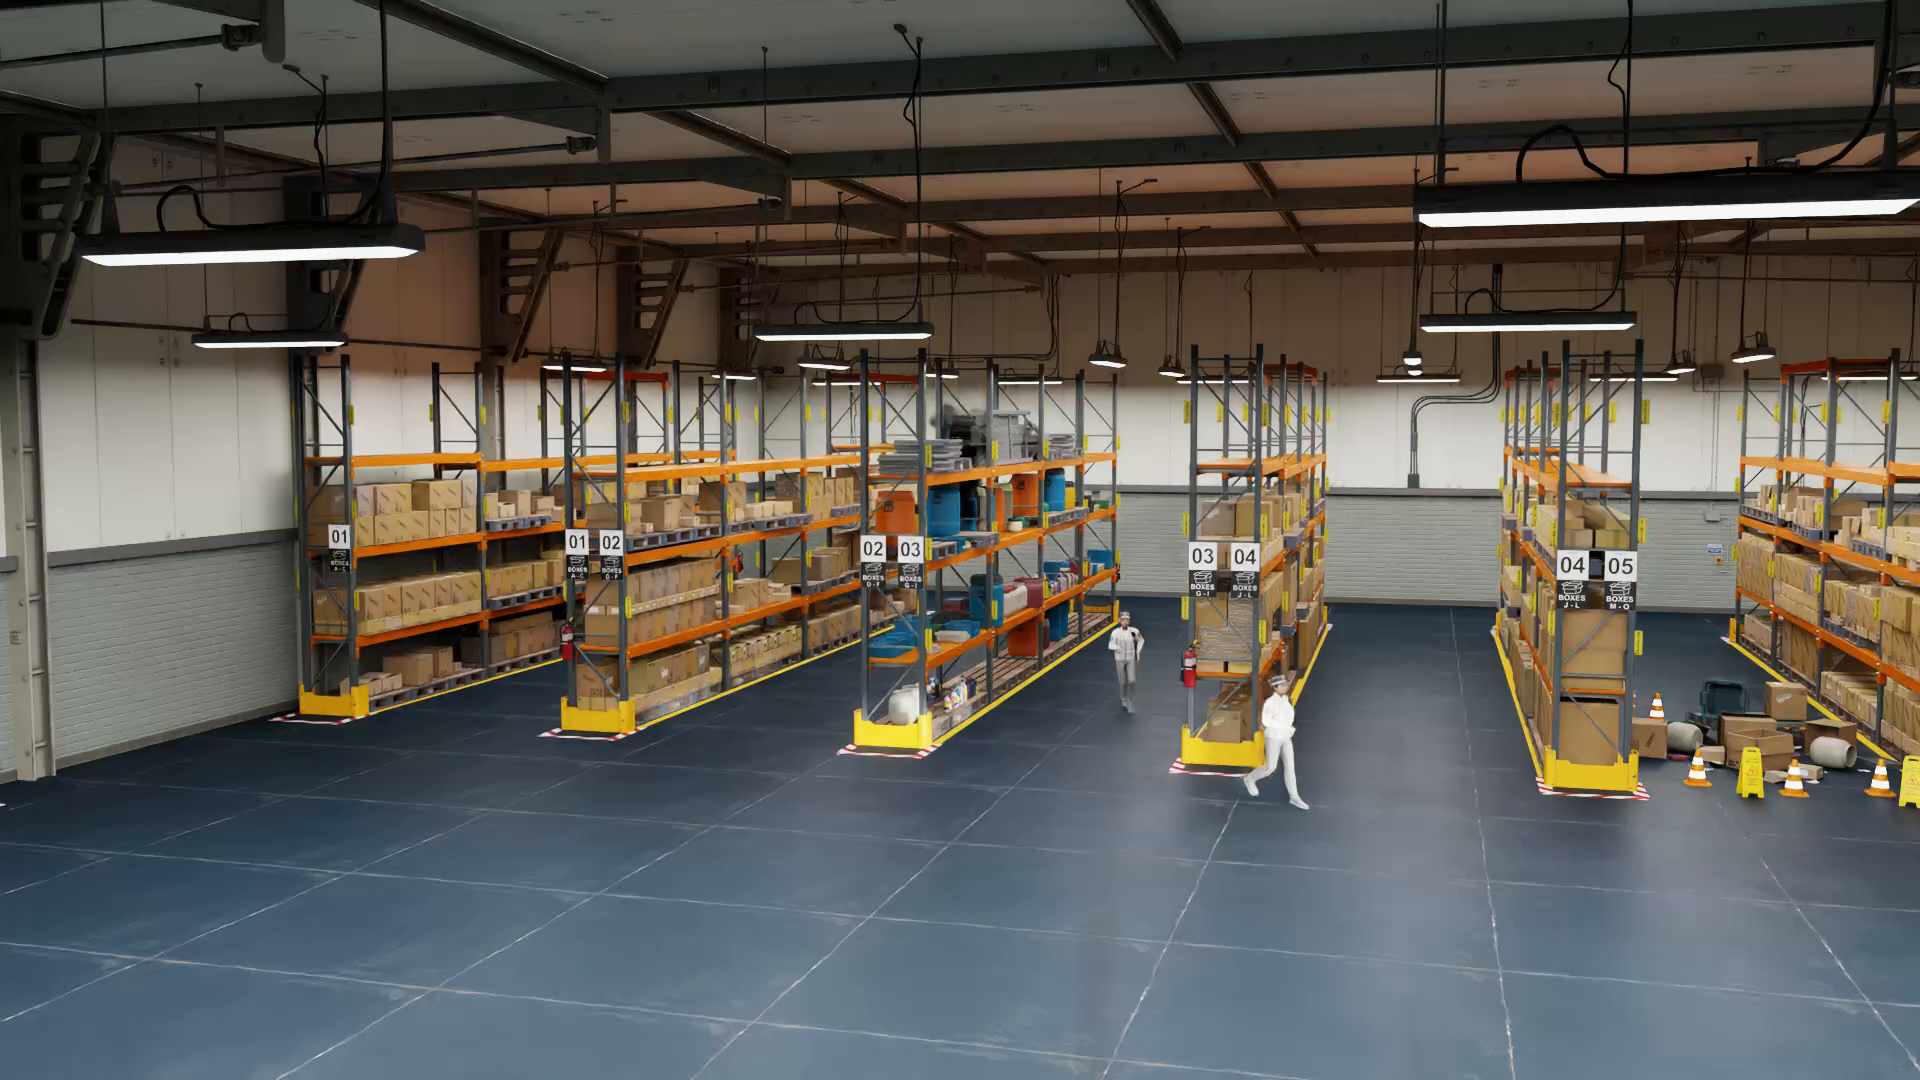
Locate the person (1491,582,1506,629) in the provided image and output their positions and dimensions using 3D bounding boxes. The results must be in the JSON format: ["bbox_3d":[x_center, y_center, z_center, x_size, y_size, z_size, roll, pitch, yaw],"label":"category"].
[{"bbox_3d":[12.928,1.229,38.954,0.875,1.781,0.774,0,4,1],"label":"person"}]

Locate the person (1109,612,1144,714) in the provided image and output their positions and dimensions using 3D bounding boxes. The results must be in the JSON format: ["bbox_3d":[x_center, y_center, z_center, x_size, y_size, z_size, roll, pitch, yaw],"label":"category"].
[{"bbox_3d":[2.800,2.070,28.048,0.590,1.732,0.726,1,4,7],"label":"person"}]

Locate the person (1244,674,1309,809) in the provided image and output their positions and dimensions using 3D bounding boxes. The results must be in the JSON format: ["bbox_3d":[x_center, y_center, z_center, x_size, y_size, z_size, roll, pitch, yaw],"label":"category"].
[{"bbox_3d":[4.059,2.547,21.279,0.632,1.686,0.941,-4,6,-43],"label":"person"}]
